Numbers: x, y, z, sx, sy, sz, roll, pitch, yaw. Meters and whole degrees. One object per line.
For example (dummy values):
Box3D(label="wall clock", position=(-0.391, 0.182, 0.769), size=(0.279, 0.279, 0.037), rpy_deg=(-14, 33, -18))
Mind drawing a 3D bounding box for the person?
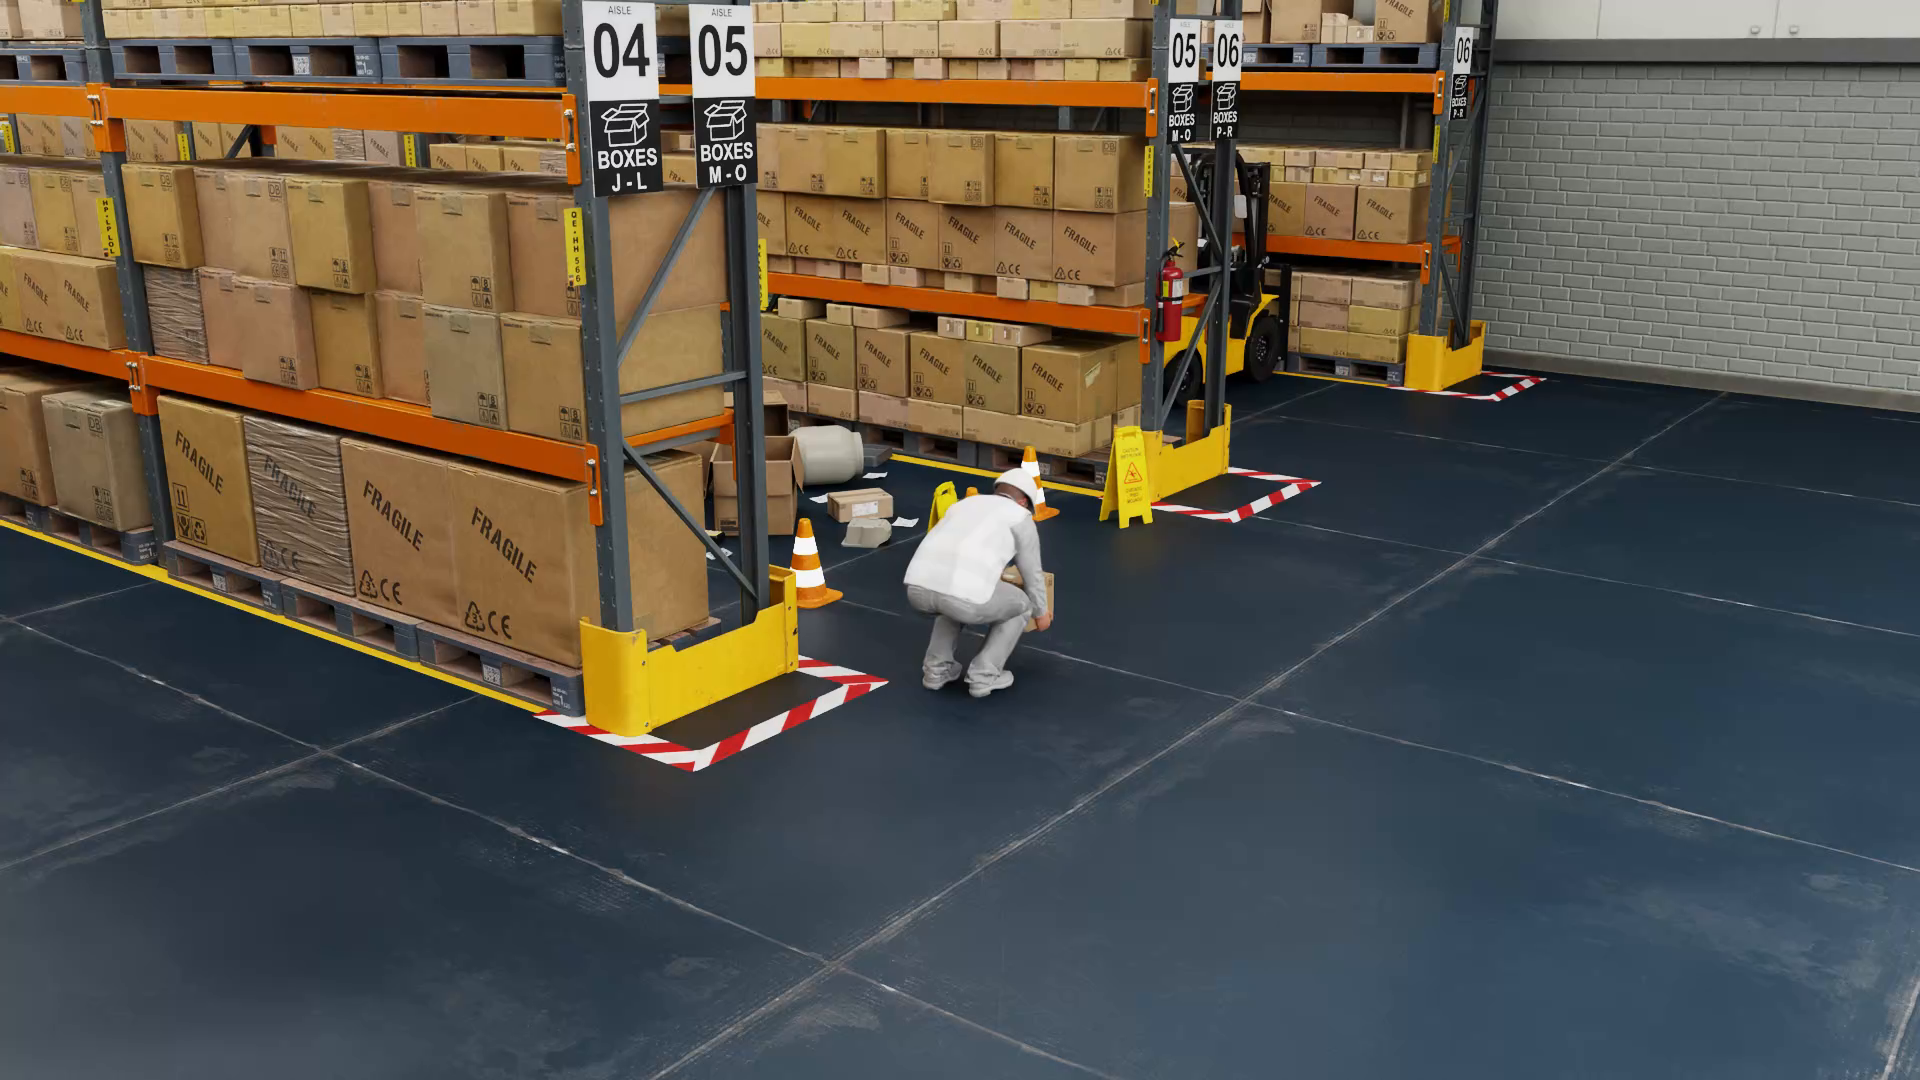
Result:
Box3D(label="person", position=(0.105, 0.211, 8.164), size=(0.500, 0.997, 0.934), rpy_deg=(11, 20, 33))
